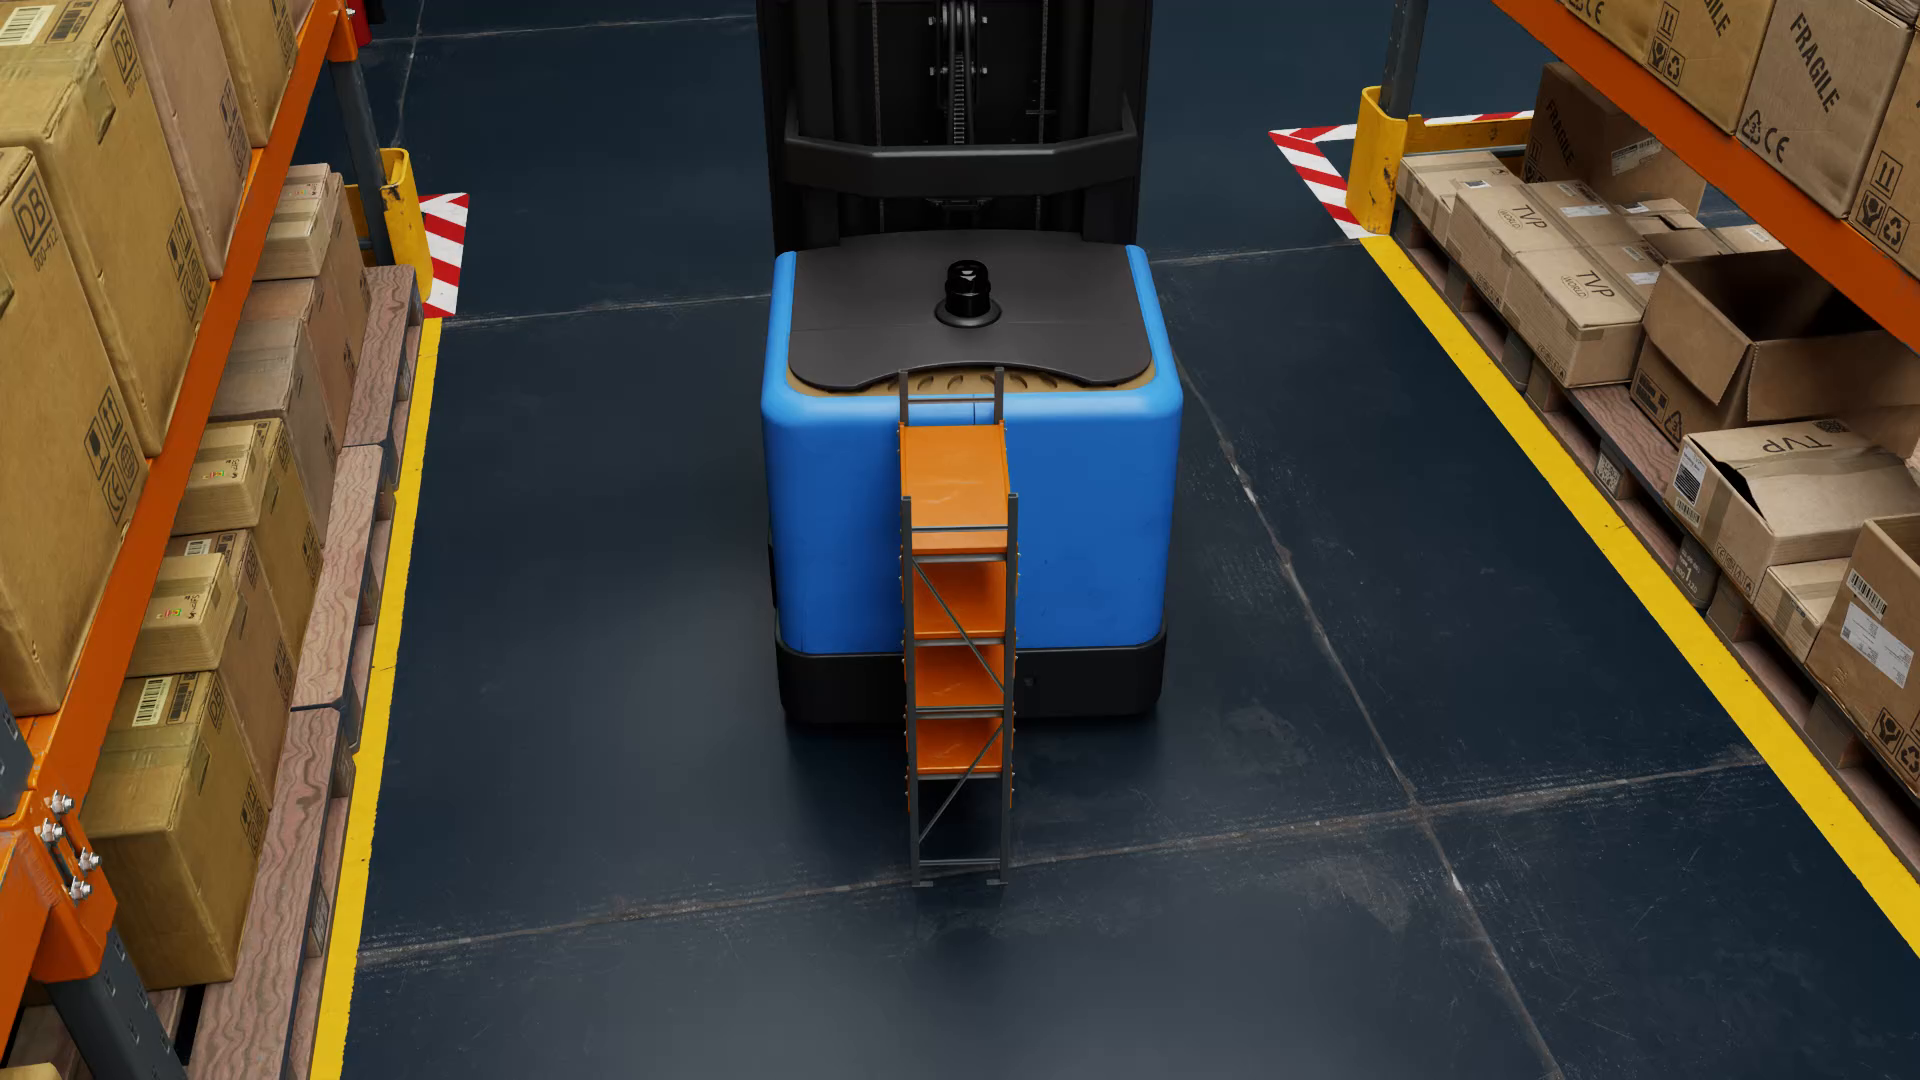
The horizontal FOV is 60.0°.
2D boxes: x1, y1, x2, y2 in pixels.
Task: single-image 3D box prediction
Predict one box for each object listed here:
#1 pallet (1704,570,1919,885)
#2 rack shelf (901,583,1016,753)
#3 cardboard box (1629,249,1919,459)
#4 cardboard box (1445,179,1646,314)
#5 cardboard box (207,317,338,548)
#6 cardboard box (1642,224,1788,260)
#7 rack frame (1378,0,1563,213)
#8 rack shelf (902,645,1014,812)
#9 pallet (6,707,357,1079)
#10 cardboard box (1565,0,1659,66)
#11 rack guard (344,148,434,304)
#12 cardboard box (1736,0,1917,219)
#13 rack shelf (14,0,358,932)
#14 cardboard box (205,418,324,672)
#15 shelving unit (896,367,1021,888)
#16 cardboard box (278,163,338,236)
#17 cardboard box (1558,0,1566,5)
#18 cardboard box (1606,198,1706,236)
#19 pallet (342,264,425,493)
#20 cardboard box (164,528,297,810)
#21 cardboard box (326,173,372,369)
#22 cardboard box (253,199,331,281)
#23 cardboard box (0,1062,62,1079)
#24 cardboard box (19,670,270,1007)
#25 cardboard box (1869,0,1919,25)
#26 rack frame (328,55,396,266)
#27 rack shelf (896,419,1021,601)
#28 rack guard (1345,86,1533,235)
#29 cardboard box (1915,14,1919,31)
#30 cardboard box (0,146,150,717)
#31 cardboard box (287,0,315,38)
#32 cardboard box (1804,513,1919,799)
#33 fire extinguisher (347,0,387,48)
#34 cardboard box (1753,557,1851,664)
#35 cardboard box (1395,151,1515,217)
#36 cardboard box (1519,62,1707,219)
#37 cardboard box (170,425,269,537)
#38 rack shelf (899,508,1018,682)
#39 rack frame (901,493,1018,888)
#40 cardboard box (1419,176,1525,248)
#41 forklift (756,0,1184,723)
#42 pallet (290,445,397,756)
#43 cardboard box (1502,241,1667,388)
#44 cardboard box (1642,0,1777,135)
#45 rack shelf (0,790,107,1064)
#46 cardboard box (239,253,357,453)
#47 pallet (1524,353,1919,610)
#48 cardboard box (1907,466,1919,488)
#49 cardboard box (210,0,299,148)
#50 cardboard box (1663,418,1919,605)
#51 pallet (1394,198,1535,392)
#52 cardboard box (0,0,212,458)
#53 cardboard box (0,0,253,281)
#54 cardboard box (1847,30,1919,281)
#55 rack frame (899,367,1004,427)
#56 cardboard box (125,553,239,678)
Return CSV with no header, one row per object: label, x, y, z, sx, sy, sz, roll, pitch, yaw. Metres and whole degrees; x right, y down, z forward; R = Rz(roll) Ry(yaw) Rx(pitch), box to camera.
pallet,2.805,0.451,4.498,1.003,0.211,1.213,-6,38,-8
rack shelf,-0.010,0.288,4.011,0.258,0.148,0.480,-1,38,-2
cardboard box,2.590,-0.558,5.199,0.797,0.503,0.637,-6,38,-8
cardboard box,2.127,-1.078,6.076,0.500,0.250,0.500,-6,38,-8
cardboard box,-2.255,-0.277,4.857,0.700,0.500,0.500,-7,38,-9
cardboard box,2.698,-0.860,5.795,0.500,0.250,0.500,-6,38,-8
rack frame,2.224,-2.652,6.218,1.000,3.000,0.127,-6,38,-8
rack shelf,-0.010,0.445,4.133,0.258,0.148,0.480,-1,38,-2
pallet,-2.008,0.933,3.877,1.003,0.211,1.213,-6,38,-8
cardboard box,2.223,-1.780,5.015,0.500,0.500,0.500,-6,38,-8
rack guard,-2.657,-1.144,6.315,1.175,0.500,0.348,-6,38,-8
cardboard box,2.401,-1.171,4.230,0.500,0.500,0.500,-5,38,-7
rack shelf,-2.302,-0.624,4.195,1.077,0.370,4.000,-6,38,-8
cardboard box,-2.154,0.044,4.443,0.700,0.500,0.500,-5,38,-7
shelving unit,-0.010,0.235,3.970,0.258,1.200,0.503,-1,38,-2
cardboard box,-2.230,-1.081,5.363,0.380,0.149,0.250,-7,38,-8
cardboard box,2.137,-2.084,5.405,0.500,0.500,0.500,-7,38,-8
cardboard box,2.544,-1.150,6.236,0.380,0.166,0.250,-6,38,-8
pallet,-2.435,-0.541,5.774,1.003,0.211,1.213,-6,38,-8
cardboard box,-2.066,0.354,4.044,0.700,0.500,0.500,-7,38,-8
cardboard box,-2.431,-0.883,5.637,0.700,0.500,0.500,-6,38,-8
cardboard box,-2.184,-0.927,5.165,0.380,0.149,0.250,-5,38,-7
cardboard box,-1.709,1.361,2.463,0.750,0.750,0.750,-6,38,-7
cardboard box,-1.982,0.658,3.653,0.700,0.500,0.500,-6,38,-7
cardboard box,2.401,-1.561,3.918,0.500,0.500,0.500,-6,38,-8
rack frame,-2.653,-2.116,5.529,1.000,3.000,0.127,-6,38,-8
rack shelf,-0.010,-0.075,3.729,0.258,0.148,0.480,-1,38,-2
rack guard,2.237,-1.618,6.926,1.175,0.500,0.348,-6,38,-8
cardboard box,2.489,-1.257,3.526,0.500,0.500,0.500,-7,38,-9
cardboard box,-2.030,-0.148,2.751,0.980,0.700,0.700,-6,38,-7
cardboard box,-2.553,-1.928,5.042,0.980,0.700,0.700,-5,38,-6
cardboard box,2.546,0.264,4.144,0.500,0.500,0.500,-6,38,-8
fire extinguisher,-2.225,-2.079,5.849,0.296,0.674,0.183,-6,38,-8
cardboard box,2.421,0.183,4.535,0.380,0.149,0.250,-6,38,-8
cardboard box,1.959,-1.410,6.585,0.380,0.149,0.250,-6,38,-8
cardboard box,2.561,-1.536,6.461,0.500,0.500,0.500,-6,38,-8
cardboard box,-1.954,-0.140,4.151,0.380,0.149,0.250,-7,38,-9
rack shelf,-0.010,0.111,3.874,0.258,0.148,0.480,-1,38,-2
rack frame,0.000,0.384,3.777,0.240,1.200,0.015,-1,38,-2
cardboard box,2.003,-1.266,6.385,0.380,0.166,0.250,-6,38,-8
forklift,-0.025,-1.543,4.847,1.130,2.935,3.031,-1,38,-2
pallet,-2.225,0.195,4.827,1.003,0.211,1.213,-6,38,-8
cardboard box,2.215,-0.776,5.687,0.500,0.250,0.500,-6,38,-8
cardboard box,2.309,-1.478,4.626,0.500,0.500,0.500,-6,38,-7
rack shelf,-1.601,1.792,1.085,1.077,0.370,4.000,-6,38,-8
cardboard box,-2.344,-0.581,5.248,0.700,0.500,0.500,-6,38,-8
pallet,2.588,-0.288,5.448,1.003,0.211,1.213,-6,38,-8
cardboard box,2.903,-0.089,4.870,0.380,0.166,0.250,-6,38,-8
cardboard box,-2.415,-1.490,4.478,0.980,0.700,0.700,-7,38,-8
cardboard box,2.414,-0.114,4.785,0.500,0.311,0.500,-6,38,-8
pallet,2.378,-1.023,6.395,1.003,0.211,1.213,-6,38,-8
cardboard box,-2.153,-0.590,3.320,0.980,0.700,0.700,-7,38,-9
cardboard box,-2.290,-1.028,3.884,0.980,0.700,0.700,-8,39,-10
cardboard box,2.493,-0.861,3.831,0.500,0.500,0.500,-5,38,-7
rack frame,-0.020,0.085,4.162,0.240,1.200,0.015,-1,38,-2
cardboard box,-1.862,0.175,3.746,0.380,0.149,0.250,-5,38,-6
